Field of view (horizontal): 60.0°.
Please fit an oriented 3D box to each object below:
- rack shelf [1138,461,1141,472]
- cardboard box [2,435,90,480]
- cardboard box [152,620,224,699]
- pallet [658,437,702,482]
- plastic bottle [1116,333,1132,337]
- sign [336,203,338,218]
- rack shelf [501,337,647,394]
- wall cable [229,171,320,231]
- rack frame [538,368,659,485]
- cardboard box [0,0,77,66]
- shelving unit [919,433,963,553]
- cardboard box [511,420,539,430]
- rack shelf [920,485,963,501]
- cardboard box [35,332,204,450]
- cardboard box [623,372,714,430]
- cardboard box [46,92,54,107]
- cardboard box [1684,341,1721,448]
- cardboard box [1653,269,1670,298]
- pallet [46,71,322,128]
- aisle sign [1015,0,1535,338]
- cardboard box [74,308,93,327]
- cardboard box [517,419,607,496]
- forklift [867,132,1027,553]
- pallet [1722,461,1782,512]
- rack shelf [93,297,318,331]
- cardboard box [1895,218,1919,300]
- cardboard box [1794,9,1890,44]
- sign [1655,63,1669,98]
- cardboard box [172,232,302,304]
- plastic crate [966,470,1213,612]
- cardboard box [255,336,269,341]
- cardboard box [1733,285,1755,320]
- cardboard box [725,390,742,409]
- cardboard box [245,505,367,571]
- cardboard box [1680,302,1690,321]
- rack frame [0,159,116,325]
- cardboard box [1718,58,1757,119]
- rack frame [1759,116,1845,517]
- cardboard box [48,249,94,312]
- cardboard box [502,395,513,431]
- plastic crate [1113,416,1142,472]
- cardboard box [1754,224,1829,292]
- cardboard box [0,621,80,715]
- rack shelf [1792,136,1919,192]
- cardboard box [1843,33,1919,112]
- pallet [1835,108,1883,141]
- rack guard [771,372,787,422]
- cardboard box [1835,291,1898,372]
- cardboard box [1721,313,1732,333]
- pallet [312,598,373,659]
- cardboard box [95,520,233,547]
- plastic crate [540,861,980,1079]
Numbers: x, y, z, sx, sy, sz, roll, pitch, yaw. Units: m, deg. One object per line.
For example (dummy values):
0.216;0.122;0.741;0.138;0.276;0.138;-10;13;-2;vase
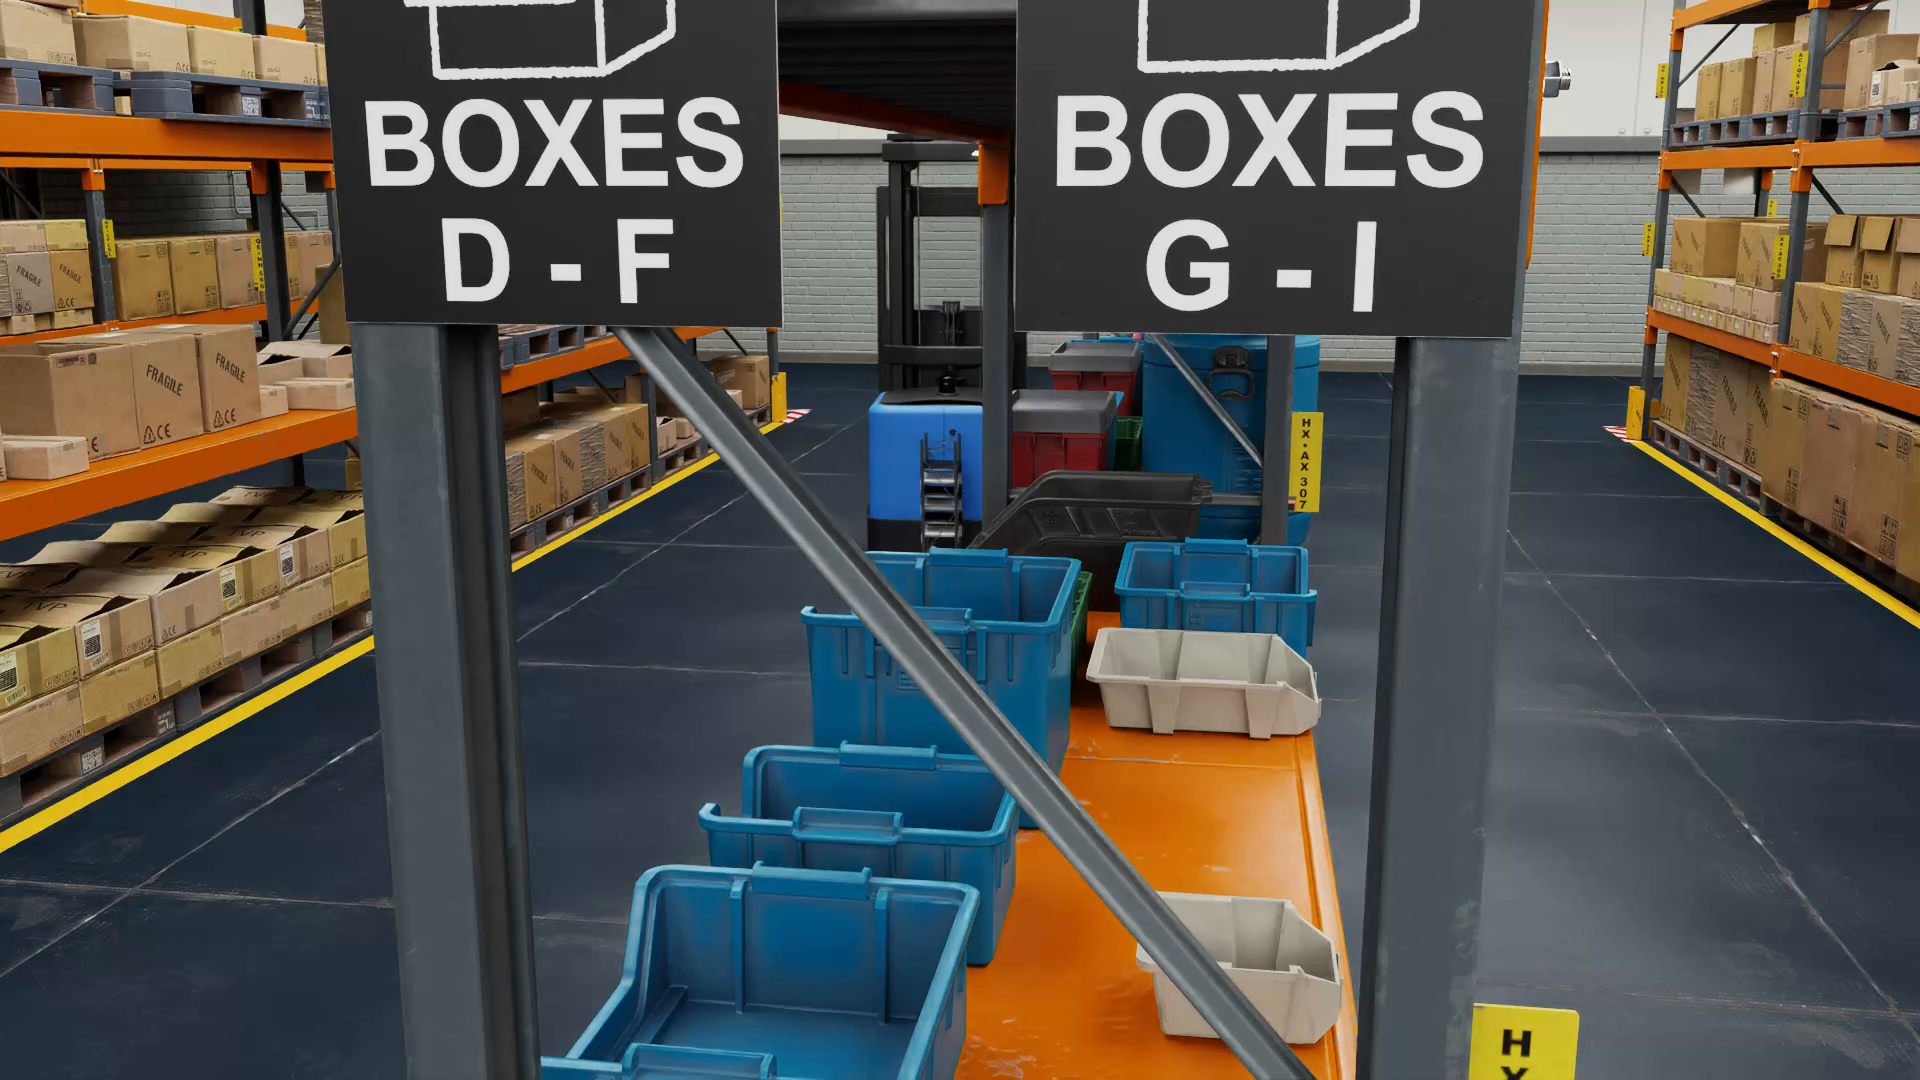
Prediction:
0.884;-0.201;7.516;1.077;0.370;4.000;2;12;9;rack shelf
-3.979;-0.353;7.108;0.380;0.149;0.250;2;12;9;cardboard box
-3.854;0.551;7.849;0.500;0.250;0.500;1;12;7;cardboard box
-2.980;-0.743;14.941;1.003;0.211;1.213;2;12;9;pallet
1.074;-1.313;11.083;0.144;0.351;0.185;2;12;9;plastic bottle
-6.833;-3.617;18.347;0.100;0.325;0.005;2;12;9;sign
-3.395;-1.195;12.128;1.077;0.370;4.000;2;12;9;rack shelf
-8.105;-3.750;19.861;0.084;1.984;1.851;2;12;9;wall cable
-3.087;-1.963;13.984;1.000;3.000;0.127;2;12;9;rack frame
-4.131;-2.139;7.037;0.500;0.250;0.500;1;12;3;cardboard box
-0.122;-0.242;10.945;0.258;0.900;0.210;1;17;7;shelving unit
-3.557;-0.649;12.772;0.500;0.500;0.500;2;12;9;cardboard box
-0.122;-0.296;10.929;0.258;0.077;0.200;1;17;7;rack shelf
-4.025;-0.720;7.978;0.500;0.500;0.500;2;12;9;cardboard box
-2.803;-1.349;16.016;0.797;0.503;0.637;2;12;9;cardboard box
-8.109;-3.920;15.066;0.500;0.250;0.500;2;12;9;cardboard box
7.157;-1.316;15.025;0.875;0.875;0.875;2;12;9;cardboard box
6.976;-2.455;15.916;0.500;0.250;0.500;2;12;7;cardboard box
-3.887;-2.128;8.075;1.003;0.211;1.213;2;12;11;pallet
0.240;-0.551;1.257;0.394;0.787;0.004;2;12;9;aisle sign
-7.755;-1.931;14.380;0.380;0.149;0.250;2;12;9;cardboard box
-3.042;-0.638;12.721;0.500;0.500;0.500;2;12;9;cardboard box
-0.045;-1.579;12.364;1.130;2.935;3.031;0;12;2;forklift
6.895;-0.434;13.507;1.003;0.211;1.213;2;12;9;pallet
-7.675;-2.188;16.733;1.077;0.370;4.000;2;12;9;rack shelf
6.414;-1.775;10.493;0.797;0.503;0.637;2;12;10;cardboard box
6.852;-3.973;12.938;0.500;0.250;0.500;1;12;5;cardboard box
6.769;-4.426;16.027;0.100;0.325;0.005;2;12;9;sign
-7.537;-2.844;17.359;0.980;0.700;0.700;2;12;8;cardboard box
0.370;-0.002;5.028;0.767;0.338;0.504;2;12;9;plastic crate
-7.554;-2.140;18.199;0.380;0.149;0.250;2;12;9;cardboard box
6.587;-1.922;13.442;0.500;0.250;0.500;2;12;10;cardboard box
-2.488;-1.349;16.616;0.500;0.250;0.500;2;12;9;cardboard box
-3.613;-0.041;9.261;0.500;0.311;0.500;2;12;8;cardboard box
6.779;-2.074;15.095;0.380;0.149;0.250;2;12;8;cardboard box
-7.982;-2.123;14.725;1.000;3.000;0.127;2;12;9;rack frame
7.052;-3.911;14.431;0.700;0.500;0.500;1;12;5;cardboard box
6.701;-1.642;12.491;1.000;3.000;0.127;2;12;9;rack frame
-7.804;-2.223;14.197;0.500;0.500;0.500;2;12;8;cardboard box
-3.633;-0.918;12.241;0.500;0.250;0.500;2;12;8;cardboard box
0.565;-0.405;7.255;0.450;0.188;0.662;2;12;9;plastic crate
6.507;-2.185;12.881;0.500;0.500;0.500;2;12;10;cardboard box
-4.008;0.489;6.805;0.500;0.311;0.500;2;12;9;cardboard box
6.393;-2.340;10.319;1.077;0.370;4.000;2;12;9;rack shelf
6.622;-3.241;11.558;0.700;0.500;0.500;2;12;10;cardboard box
6.609;-2.822;11.302;0.805;0.209;1.217;1;12;6;pallet
-2.483;-1.558;18.038;1.175;0.500;0.348;2;12;9;rack guard
6.229;-1.394;11.105;0.500;0.500;0.500;2;12;7;cardboard box
6.582;-1.807;13.855;0.380;0.149;0.250;2;12;10;cardboard box
-3.867;0.402;9.625;1.003;0.211;1.213;2;12;9;pallet
-4.226;0.049;8.844;0.500;0.311;0.500;2;12;7;cardboard box
-0.257;0.655;2.189;0.499;0.251;0.616;2;12;9;plastic crate
